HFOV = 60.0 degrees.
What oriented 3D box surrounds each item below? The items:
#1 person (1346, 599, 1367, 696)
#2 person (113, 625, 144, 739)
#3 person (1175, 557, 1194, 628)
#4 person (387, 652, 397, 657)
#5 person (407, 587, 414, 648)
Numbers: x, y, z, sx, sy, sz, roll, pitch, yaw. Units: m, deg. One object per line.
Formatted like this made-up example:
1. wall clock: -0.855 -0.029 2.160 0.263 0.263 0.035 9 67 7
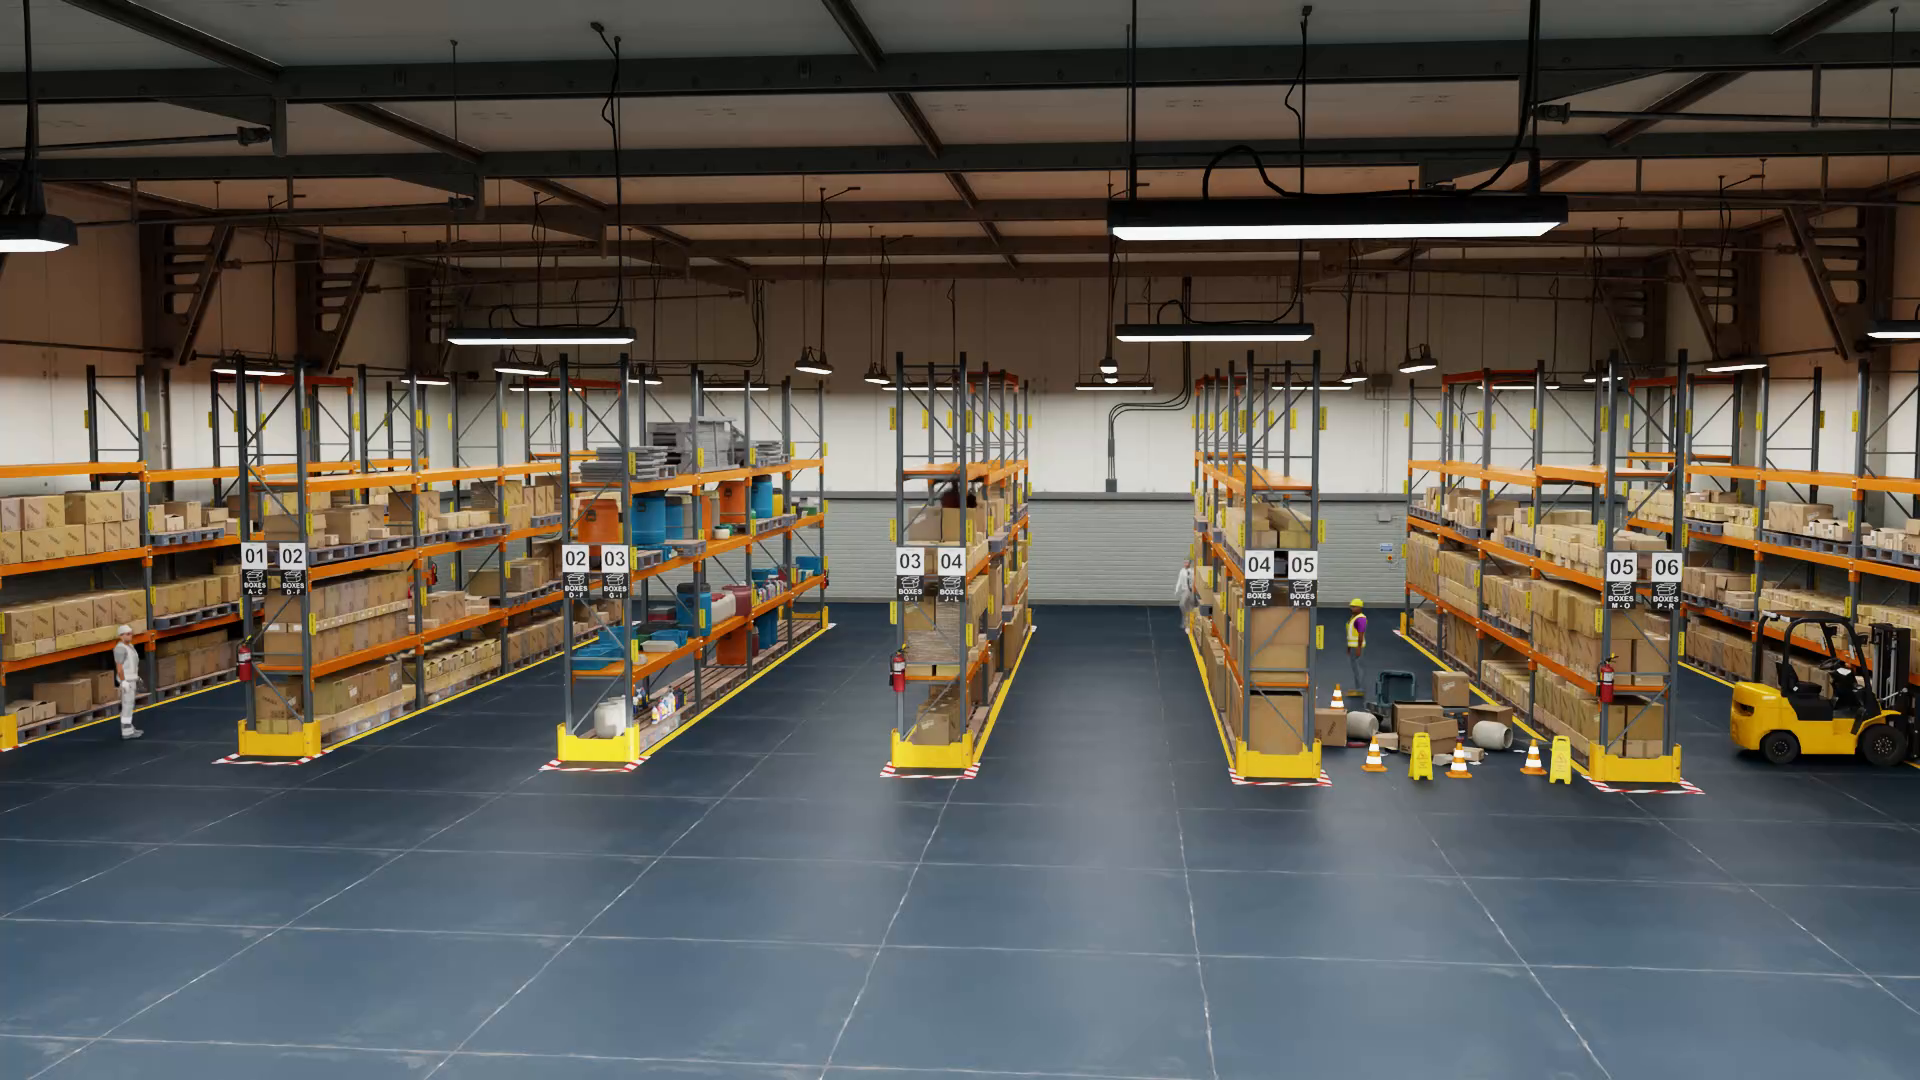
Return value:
1. person: 7.241 1.955 30.393 0.376 1.765 0.611 1 4 15
2. person: -13.150 2.235 26.309 0.415 1.798 0.565 -2 5 -27
3. person: 5.527 1.275 40.628 0.528 1.729 0.465 -1 4 -20
4. person: -11.745 1.665 34.612 0.476 1.778 0.562 1 4 12
5. person: -12.185 1.604 36.062 0.706 1.675 1.086 0 4 0
